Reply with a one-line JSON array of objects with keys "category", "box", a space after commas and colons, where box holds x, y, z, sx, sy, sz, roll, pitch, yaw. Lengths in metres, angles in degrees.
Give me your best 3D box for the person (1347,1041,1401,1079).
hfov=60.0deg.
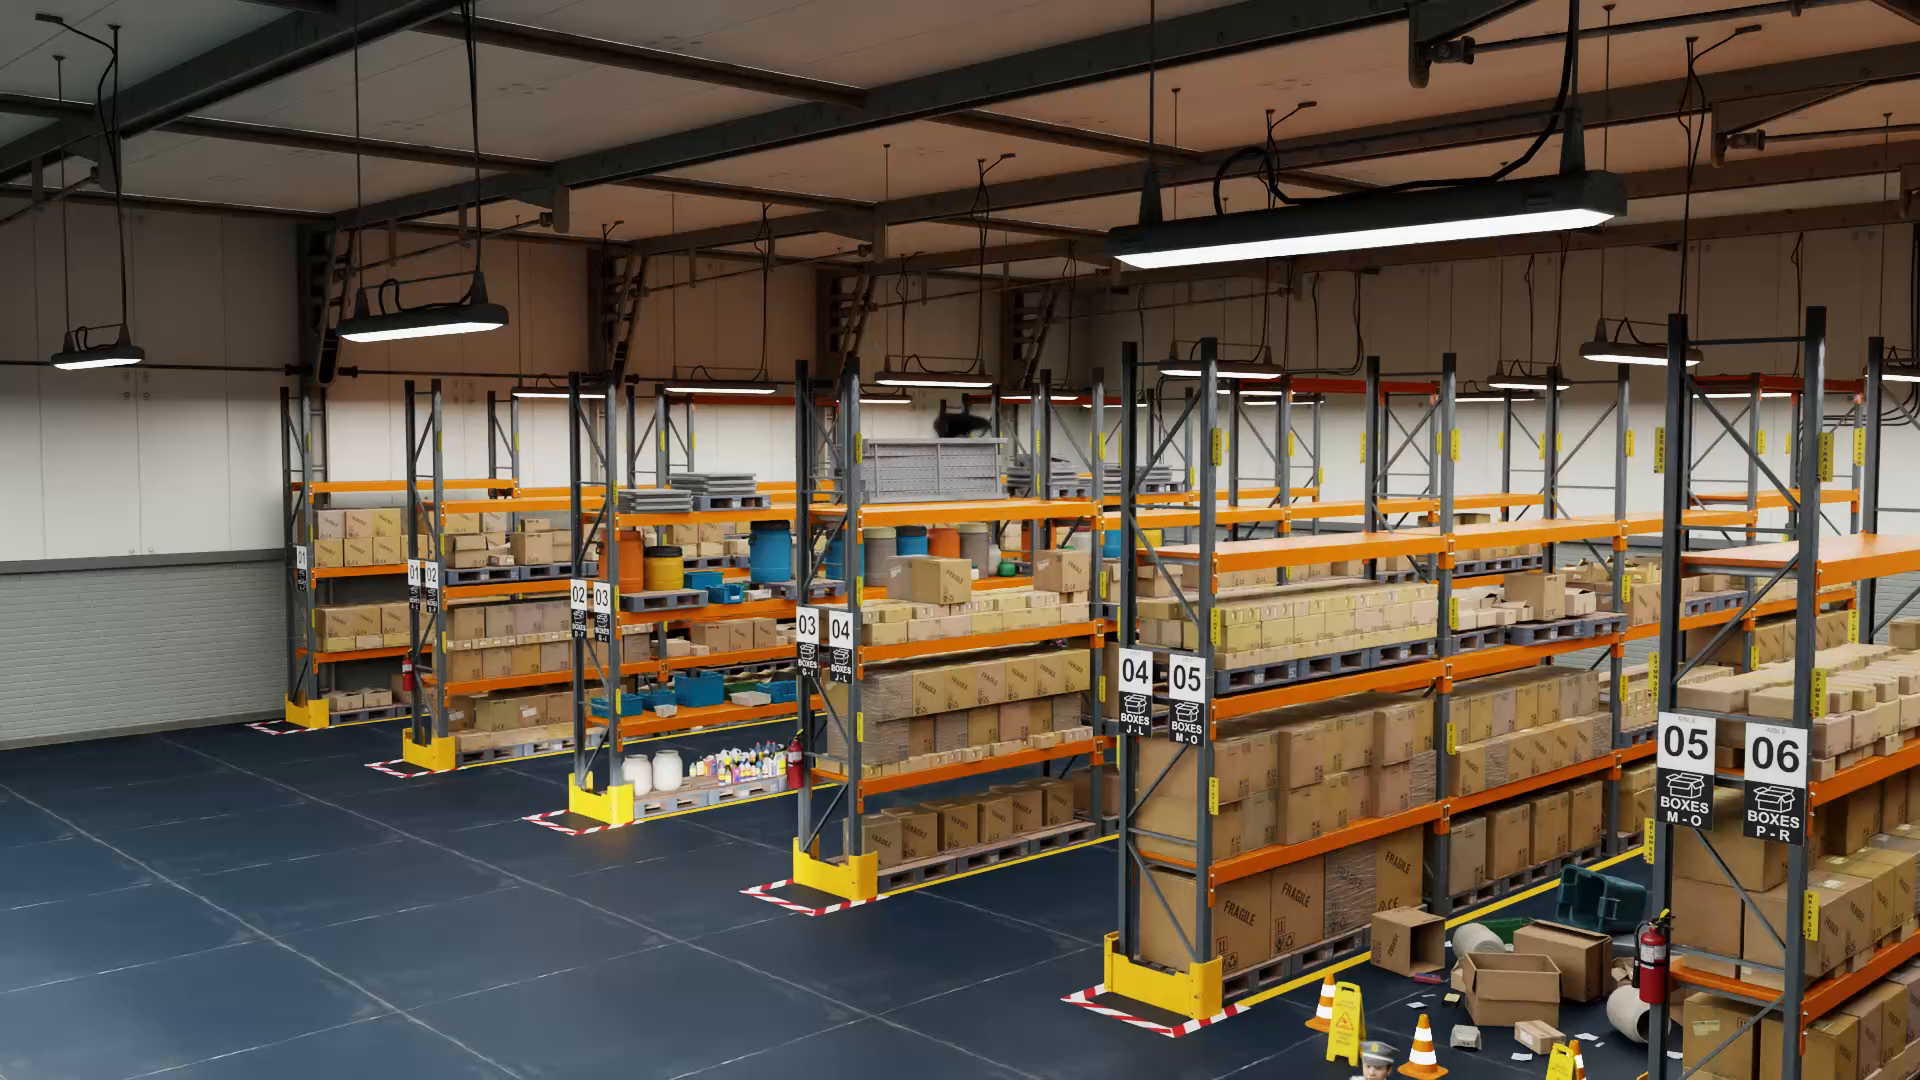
[{"category": "person", "box": [2.401, 3.740, 9.811, 0.792, 1.687, 0.553, 2, 4, 24]}]
